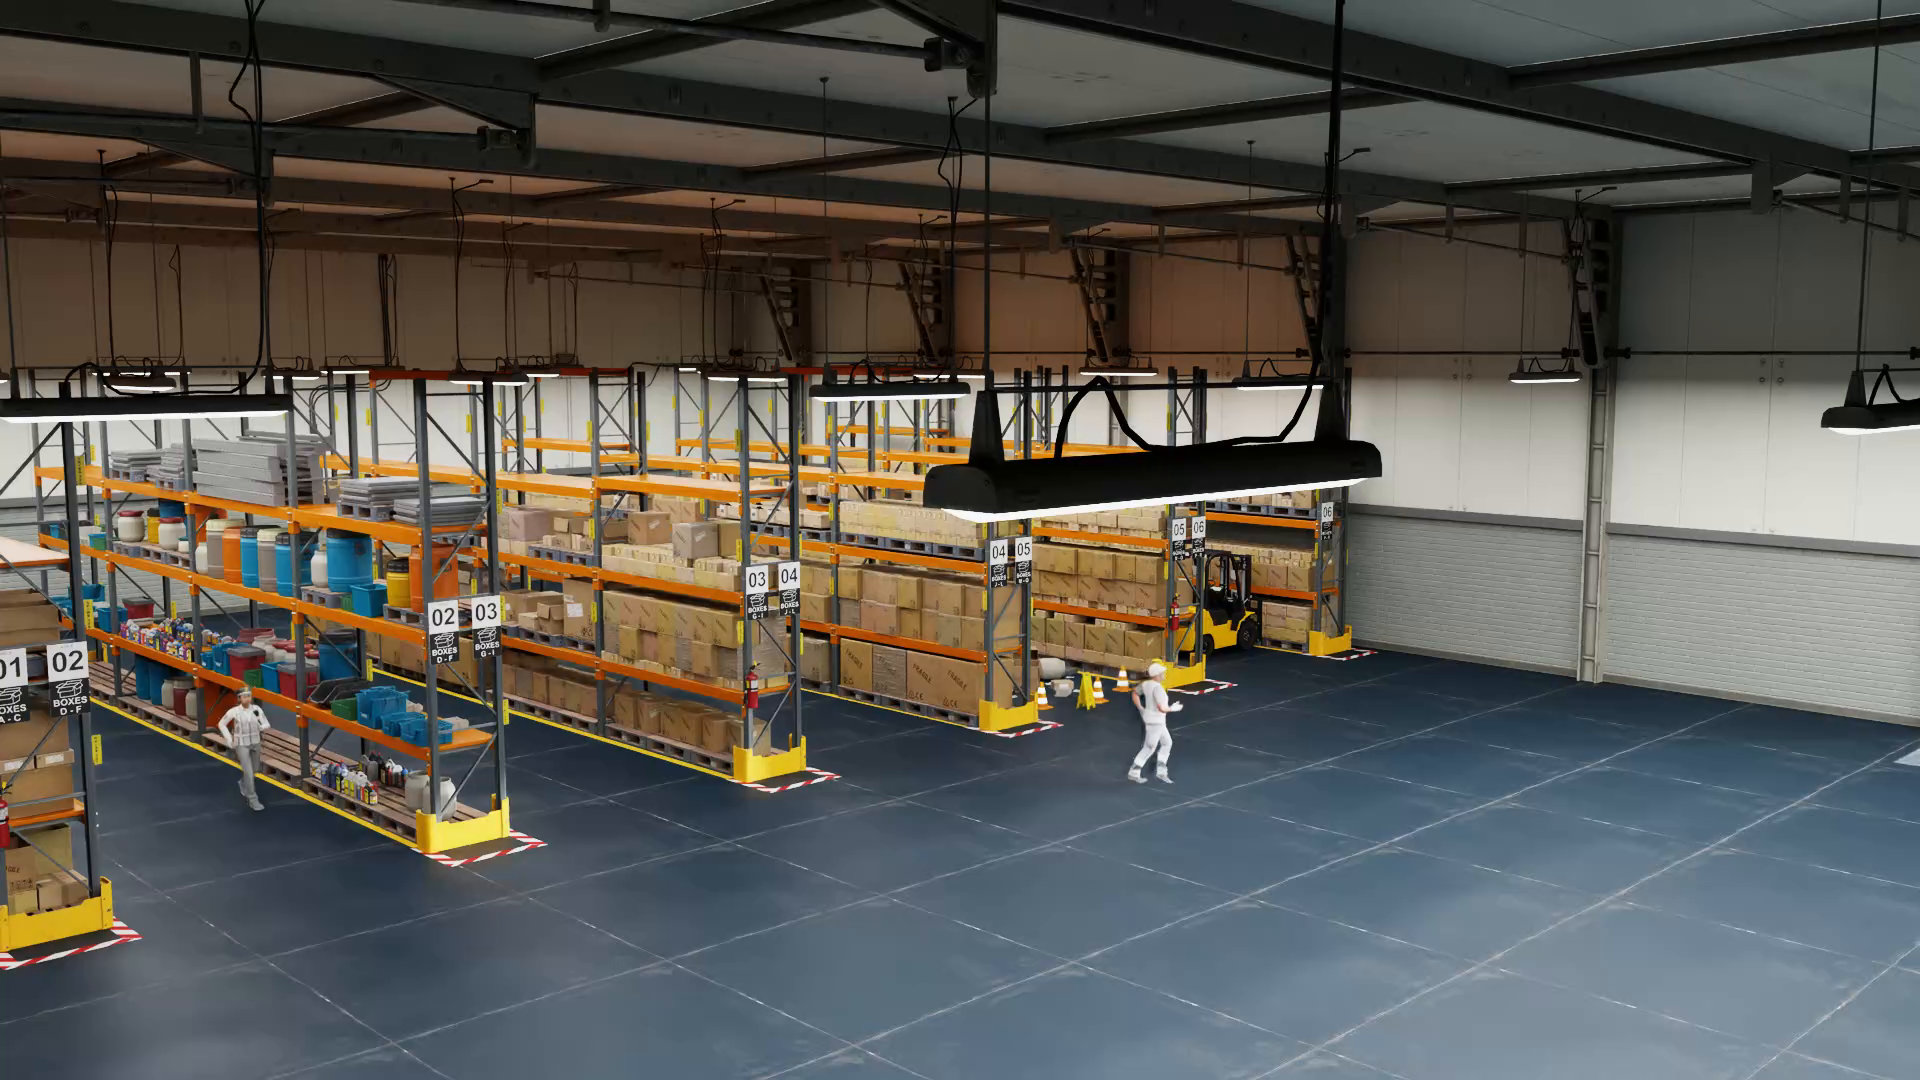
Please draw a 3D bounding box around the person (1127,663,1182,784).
[{"bbox_3d":[2.835,2.708,24.267,0.797,1.831,0.636,0,6,-4],"label":"person"}]

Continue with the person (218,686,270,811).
[{"bbox_3d":[-9.934,2.862,23.173,0.941,1.672,0.613,6,9,43],"label":"person"}]
